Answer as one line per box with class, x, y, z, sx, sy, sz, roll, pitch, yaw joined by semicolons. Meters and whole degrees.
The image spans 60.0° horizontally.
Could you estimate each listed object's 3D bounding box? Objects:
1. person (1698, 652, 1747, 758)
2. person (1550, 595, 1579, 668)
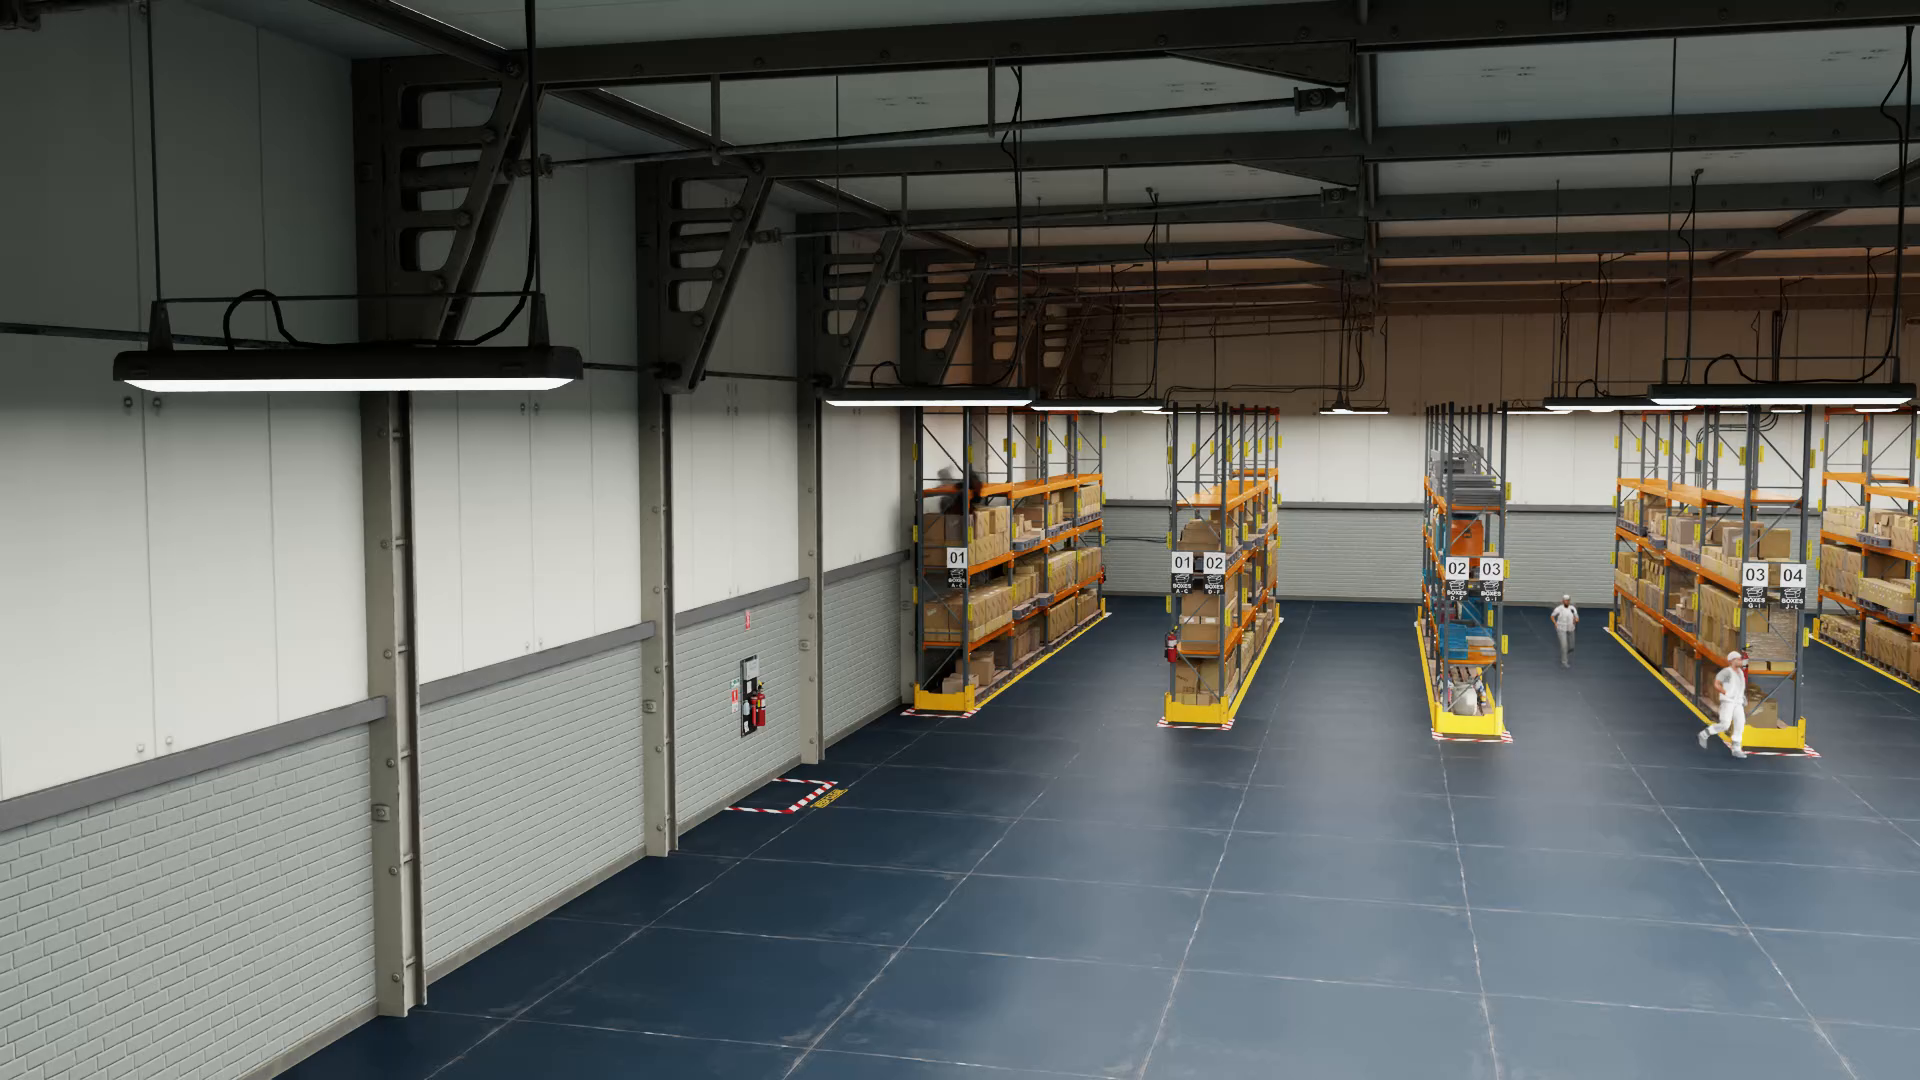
person;13.084;2.765;28.169;0.719;1.736;0.930;-2;5;-27
person;13.929;2.081;38.269;0.620;1.632;0.803;0;4;4
